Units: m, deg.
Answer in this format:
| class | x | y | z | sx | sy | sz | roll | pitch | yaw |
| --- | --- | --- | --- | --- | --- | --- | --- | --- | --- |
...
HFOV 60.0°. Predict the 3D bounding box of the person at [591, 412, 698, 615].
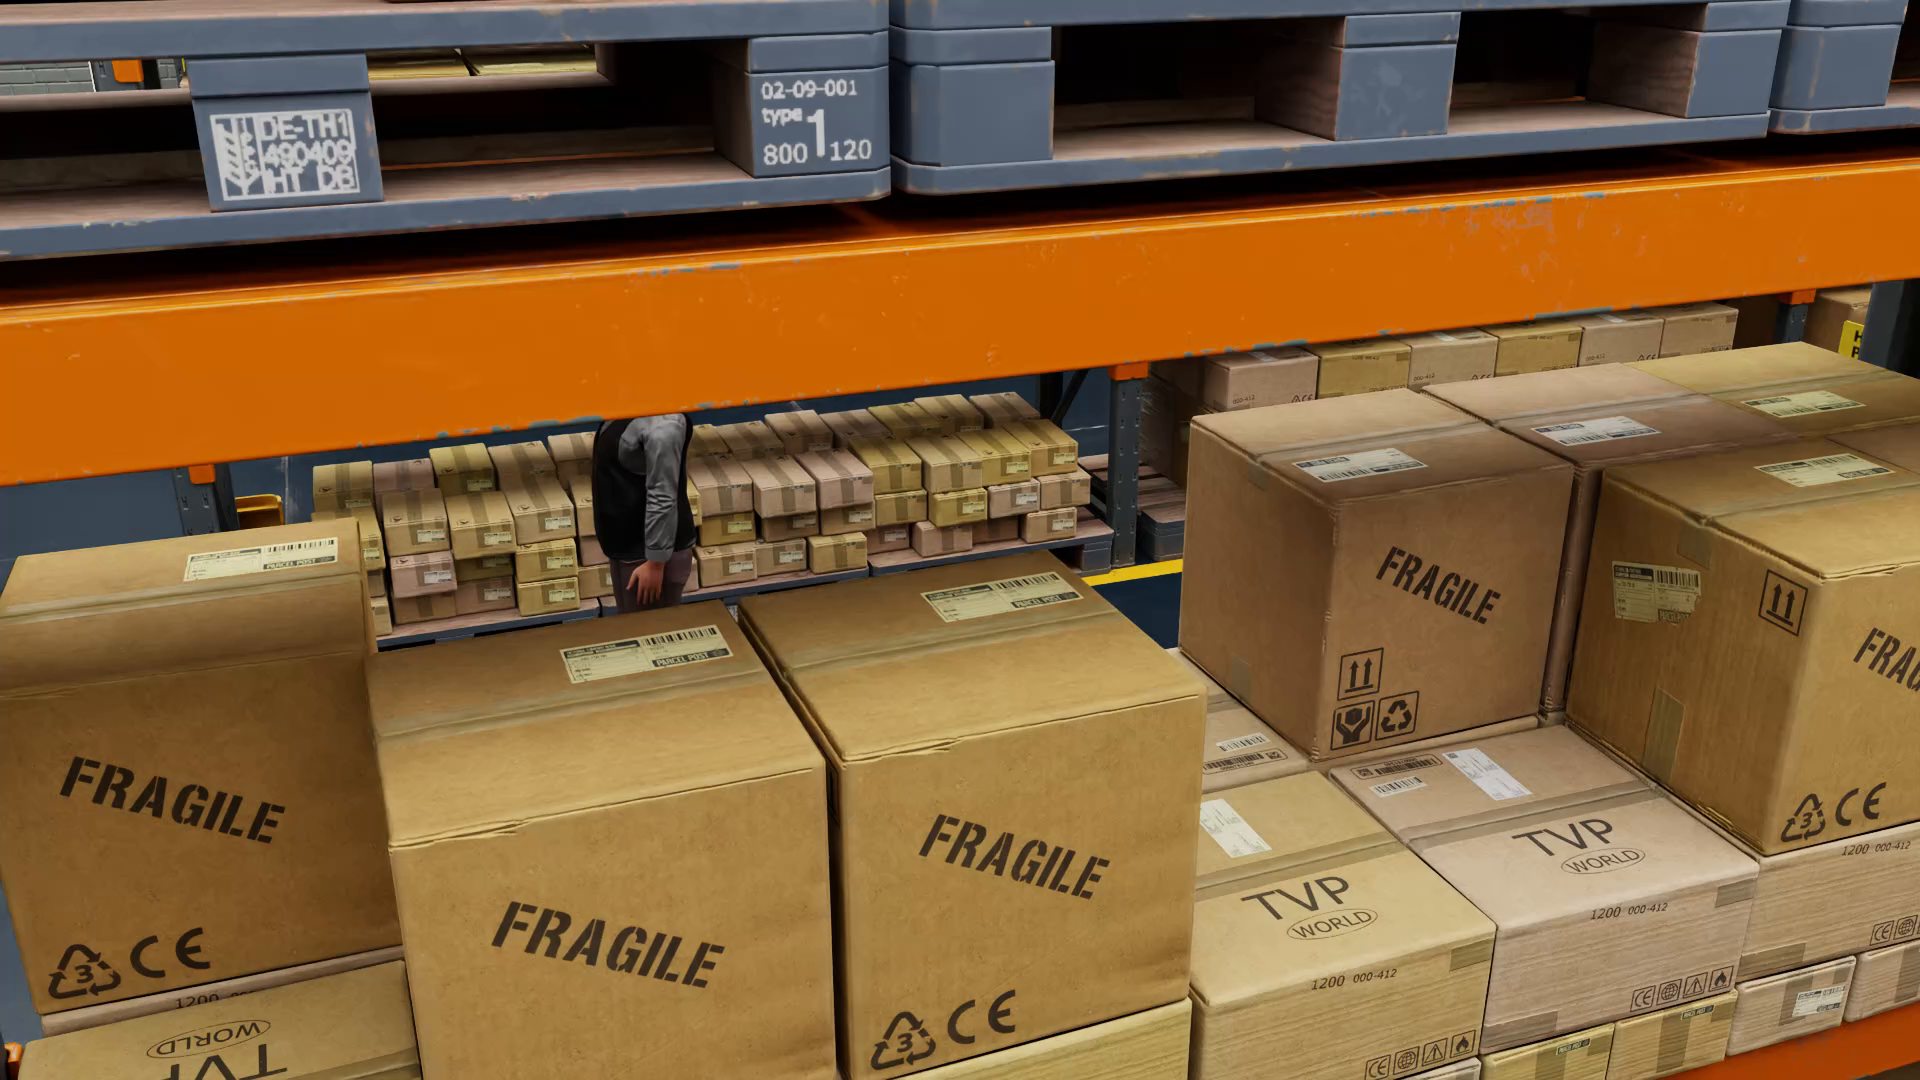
| class | x | y | z | sx | sy | sz | roll | pitch | yaw |
| --- | --- | --- | --- | --- | --- | --- | --- | --- | --- |
| person | -1.139 | 0.044 | 6.053 | 0.359 | 1.736 | 0.531 | -8 | 24 | -18 |
